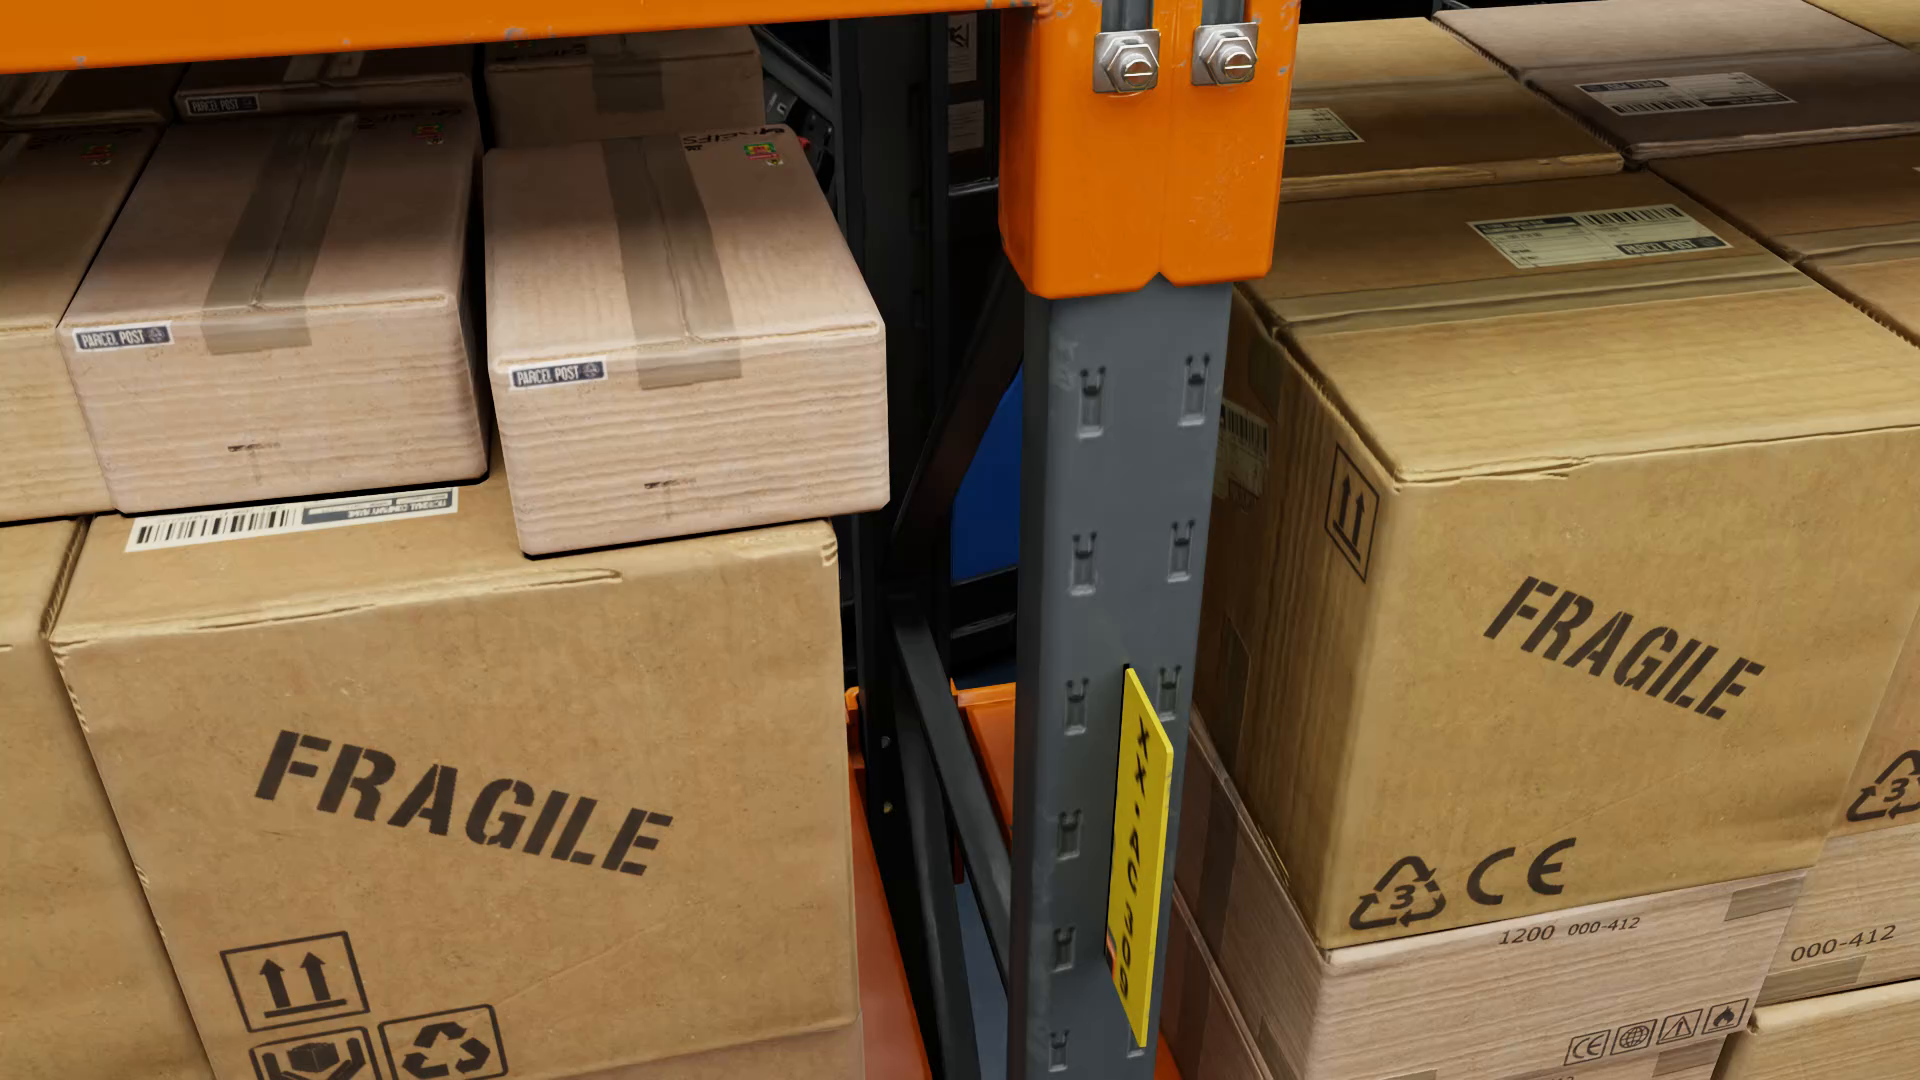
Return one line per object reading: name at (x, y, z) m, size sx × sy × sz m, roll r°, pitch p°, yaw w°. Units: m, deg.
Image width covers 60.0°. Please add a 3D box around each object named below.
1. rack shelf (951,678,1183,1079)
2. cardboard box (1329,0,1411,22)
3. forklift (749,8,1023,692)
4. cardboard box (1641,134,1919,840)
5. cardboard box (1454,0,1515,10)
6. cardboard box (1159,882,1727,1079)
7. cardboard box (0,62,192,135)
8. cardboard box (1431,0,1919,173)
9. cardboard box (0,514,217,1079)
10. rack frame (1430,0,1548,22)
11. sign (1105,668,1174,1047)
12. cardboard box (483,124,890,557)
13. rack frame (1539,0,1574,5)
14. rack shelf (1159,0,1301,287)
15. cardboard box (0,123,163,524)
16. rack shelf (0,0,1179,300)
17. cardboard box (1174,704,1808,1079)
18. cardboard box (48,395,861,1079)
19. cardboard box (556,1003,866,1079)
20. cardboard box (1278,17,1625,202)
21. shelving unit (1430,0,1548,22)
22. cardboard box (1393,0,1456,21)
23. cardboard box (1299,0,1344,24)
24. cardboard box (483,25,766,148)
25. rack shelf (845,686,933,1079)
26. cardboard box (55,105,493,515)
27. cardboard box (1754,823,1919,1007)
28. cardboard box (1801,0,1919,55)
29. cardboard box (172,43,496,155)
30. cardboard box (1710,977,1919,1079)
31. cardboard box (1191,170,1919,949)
rack shelf at (1.967, 0.403, 2.604) m, size 4.000 × 0.370 × 1.077 m, roll -7°, pitch 35°, yaw -11°
cardboard box at (1.752, -2.258, 7.207) m, size 0.250 × 0.149 × 0.380 m, roll -7°, pitch 34°, yaw -10°
forklift at (-0.653, -0.987, 4.090) m, size 3.031 × 2.935 × 1.130 m, roll -16°, pitch 37°, yaw -22°
cardboard box at (0.999, -0.082, 1.694) m, size 0.500 × 0.500 × 0.500 m, roll -7°, pitch 35°, yaw -11°
cardboard box at (2.242, -2.350, 7.345) m, size 0.250 × 0.149 × 0.380 m, roll -5°, pitch 34°, yaw -8°
cardboard box at (0.504, 0.501, 1.945) m, size 0.500 × 0.250 × 0.500 m, roll -8°, pitch 35°, yaw -12°
cardboard box at (-0.835, -0.384, 1.561) m, size 0.250 × 0.149 × 0.380 m, roll -8°, pitch 35°, yaw -11°
cardboard box at (0.900, -0.366, 2.116) m, size 0.500 × 0.500 × 0.500 m, roll -7°, pitch 34°, yaw -10°
cardboard box at (-0.880, 0.159, 1.334) m, size 0.500 × 0.500 × 0.500 m, roll -8°, pitch 35°, yaw -11°
rack frame at (1.636, -1.081, 5.515) m, size 0.032 × 1.500 × 0.500 m, roll -14°, pitch 36°, yaw -19°
sign at (0.140, 0.259, 1.324) m, size 0.005 × 0.325 × 0.100 m, roll -7°, pitch 35°, yaw -11°
cardboard box at (-0.214, -0.165, 1.235) m, size 0.250 × 0.149 × 0.380 m, roll -8°, pitch 35°, yaw -12°
rack frame at (2.819, -2.839, 6.789) m, size 0.127 × 3.000 × 1.000 m, roll -7°, pitch 35°, yaw -11°
rack shelf at (1.967, -0.843, 1.768) m, size 4.000 × 0.370 × 1.077 m, roll -7°, pitch 35°, yaw -11°
cardboard box at (-0.740, -0.167, 1.237) m, size 0.250 × 0.149 × 0.380 m, roll -7°, pitch 35°, yaw -10°
rack shelf at (-1.934, -0.351, 1.035) m, size 4.000 × 0.370 × 1.077 m, roll -7°, pitch 35°, yaw -11°
cardboard box at (0.508, 0.304, 1.792) m, size 0.500 × 0.250 × 0.500 m, roll -8°, pitch 35°, yaw -12°
cardboard box at (-0.383, 0.101, 1.420) m, size 0.500 × 0.500 × 0.500 m, roll -7°, pitch 35°, yaw -11°
cardboard box at (-0.380, 0.504, 1.717) m, size 0.500 × 0.500 × 0.500 m, roll -7°, pitch 34°, yaw -10°
cardboard box at (0.397, -0.298, 2.016) m, size 0.500 × 0.500 × 0.500 m, roll -6°, pitch 34°, yaw -9°
shelving unit at (1.162, -0.966, 5.344) m, size 1.083 × 1.500 × 0.587 m, roll -14°, pitch 36°, yaw -19°
cardboard box at (1.977, -2.332, 7.318) m, size 0.250 × 0.149 × 0.380 m, roll -6°, pitch 34°, yaw -9°
cardboard box at (1.466, -2.275, 7.233) m, size 0.250 × 0.149 × 0.380 m, roll -9°, pitch 35°, yaw -13°
cardboard box at (-0.349, -0.479, 1.702) m, size 0.250 × 0.149 × 0.380 m, roll -8°, pitch 35°, yaw -11°
rack shelf at (-1.934, 0.894, 1.871) m, size 4.000 × 0.370 × 1.077 m, roll -7°, pitch 35°, yaw -11°
cardboard box at (-0.495, -0.192, 1.275) m, size 0.250 × 0.149 × 0.380 m, roll -6°, pitch 34°, yaw -9°
cardboard box at (1.010, 0.224, 1.910) m, size 0.500 × 0.250 × 0.500 m, roll -7°, pitch 34°, yaw -10°
cardboard box at (1.399, -0.418, 2.193) m, size 0.500 × 0.500 × 0.500 m, roll -6°, pitch 34°, yaw -9°
cardboard box at (-0.595, -0.438, 1.642) m, size 0.250 × 0.149 × 0.380 m, roll -7°, pitch 34°, yaw -10°
cardboard box at (1.008, 0.437, 2.041) m, size 0.500 × 0.250 × 0.500 m, roll -8°, pitch 35°, yaw -12°
cardboard box at (0.509, -0.005, 1.578) m, size 0.500 × 0.500 × 0.500 m, roll -7°, pitch 34°, yaw -10°
